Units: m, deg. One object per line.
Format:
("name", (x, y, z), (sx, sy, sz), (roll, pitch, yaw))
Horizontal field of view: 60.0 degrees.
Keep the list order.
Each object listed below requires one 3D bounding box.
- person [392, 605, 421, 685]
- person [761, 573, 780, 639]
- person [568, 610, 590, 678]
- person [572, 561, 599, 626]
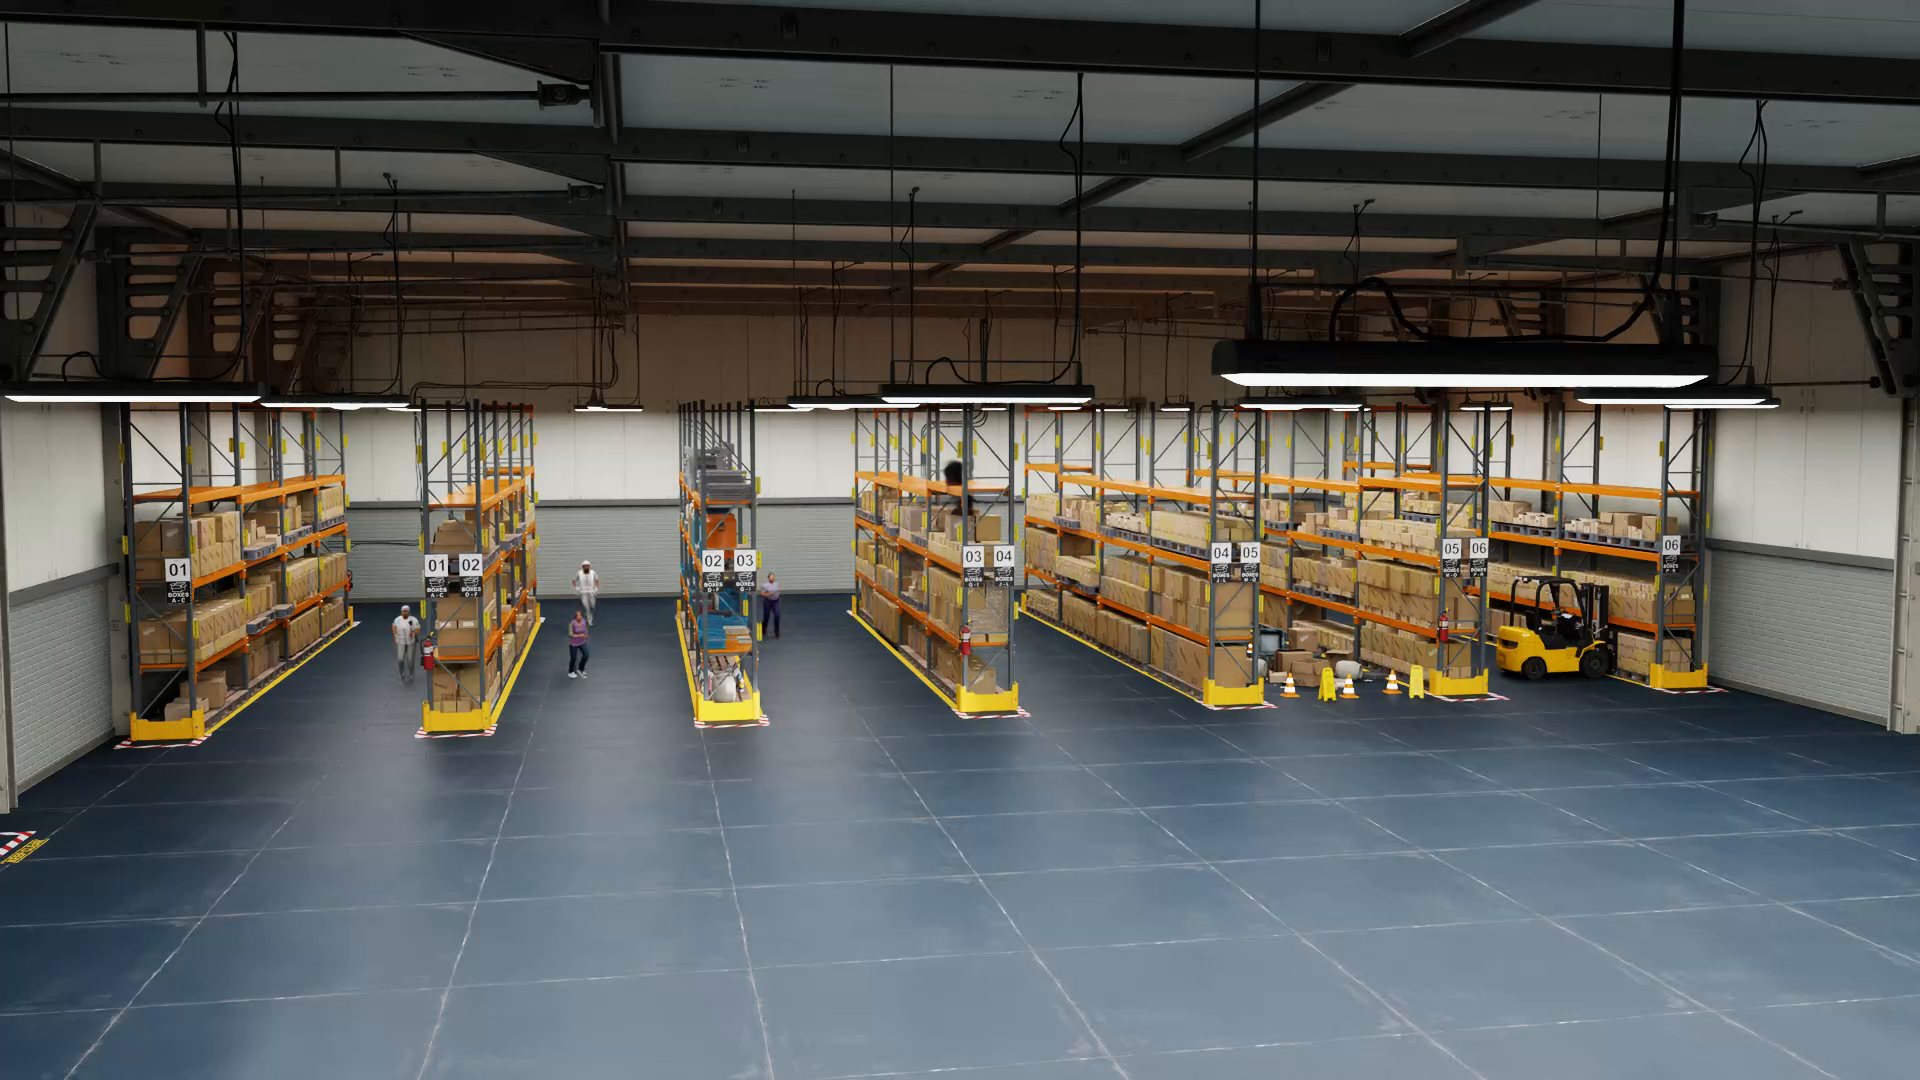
("person", (-11.786, 2.243, 35.416), (0.606, 1.715, 0.725), (-1, 4, -13))
("person", (-4.865, 1.680, 42.687), (0.578, 1.681, 0.854), (-2, 5, -25))
("person", (-8.245, 2.262, 35.926), (0.545, 1.472, 0.872), (-3, 5, -35))
("person", (-10.195, 1.439, 45.296), (0.718, 1.755, 0.687), (-2, 5, -23))
